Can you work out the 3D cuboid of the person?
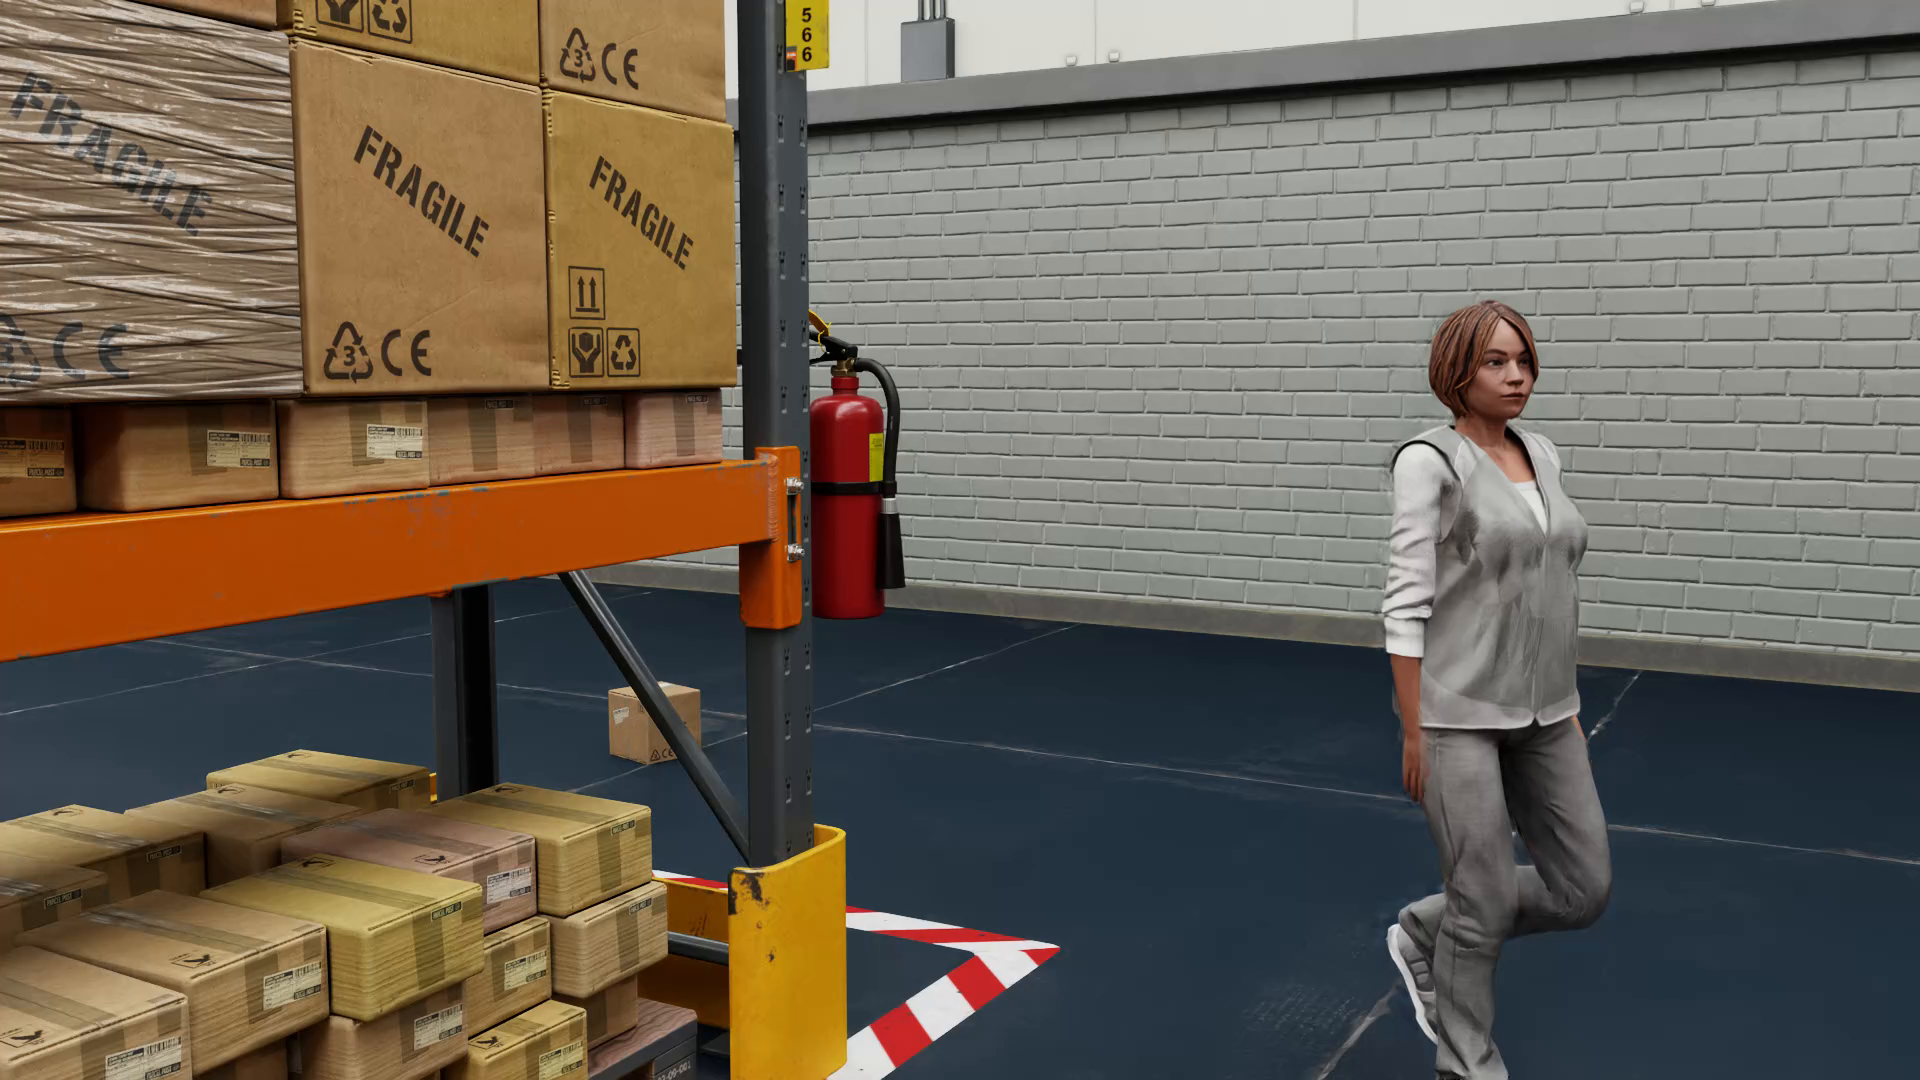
[{"bbox_3d":[0.977,0.345,3.173,0.437,1.593,0.529,-3,7,-27],"label":"person"}]
